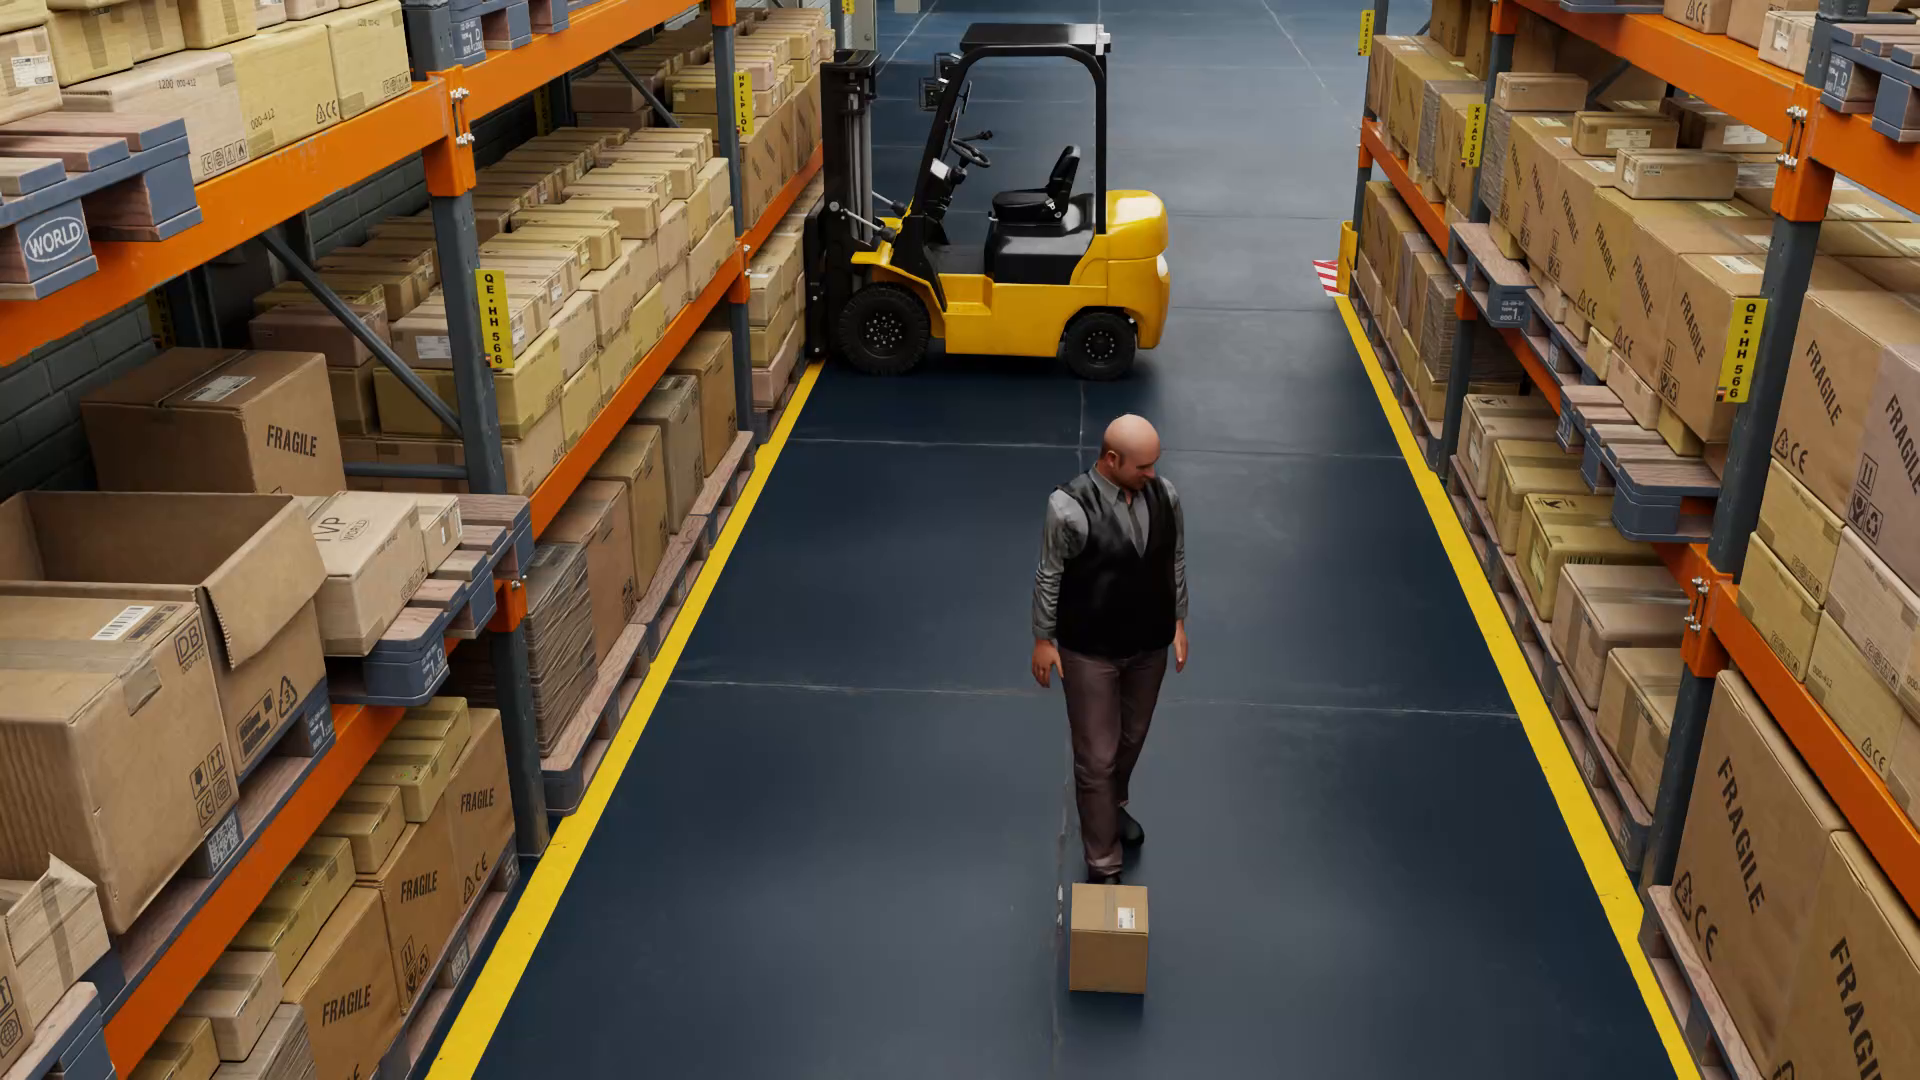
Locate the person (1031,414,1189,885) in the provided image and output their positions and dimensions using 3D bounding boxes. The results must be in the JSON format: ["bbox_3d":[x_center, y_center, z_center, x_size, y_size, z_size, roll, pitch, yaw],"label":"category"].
[{"bbox_3d":[0.593,0.401,5.715,0.573,1.696,0.715,-11,27,-23],"label":"person"}]
